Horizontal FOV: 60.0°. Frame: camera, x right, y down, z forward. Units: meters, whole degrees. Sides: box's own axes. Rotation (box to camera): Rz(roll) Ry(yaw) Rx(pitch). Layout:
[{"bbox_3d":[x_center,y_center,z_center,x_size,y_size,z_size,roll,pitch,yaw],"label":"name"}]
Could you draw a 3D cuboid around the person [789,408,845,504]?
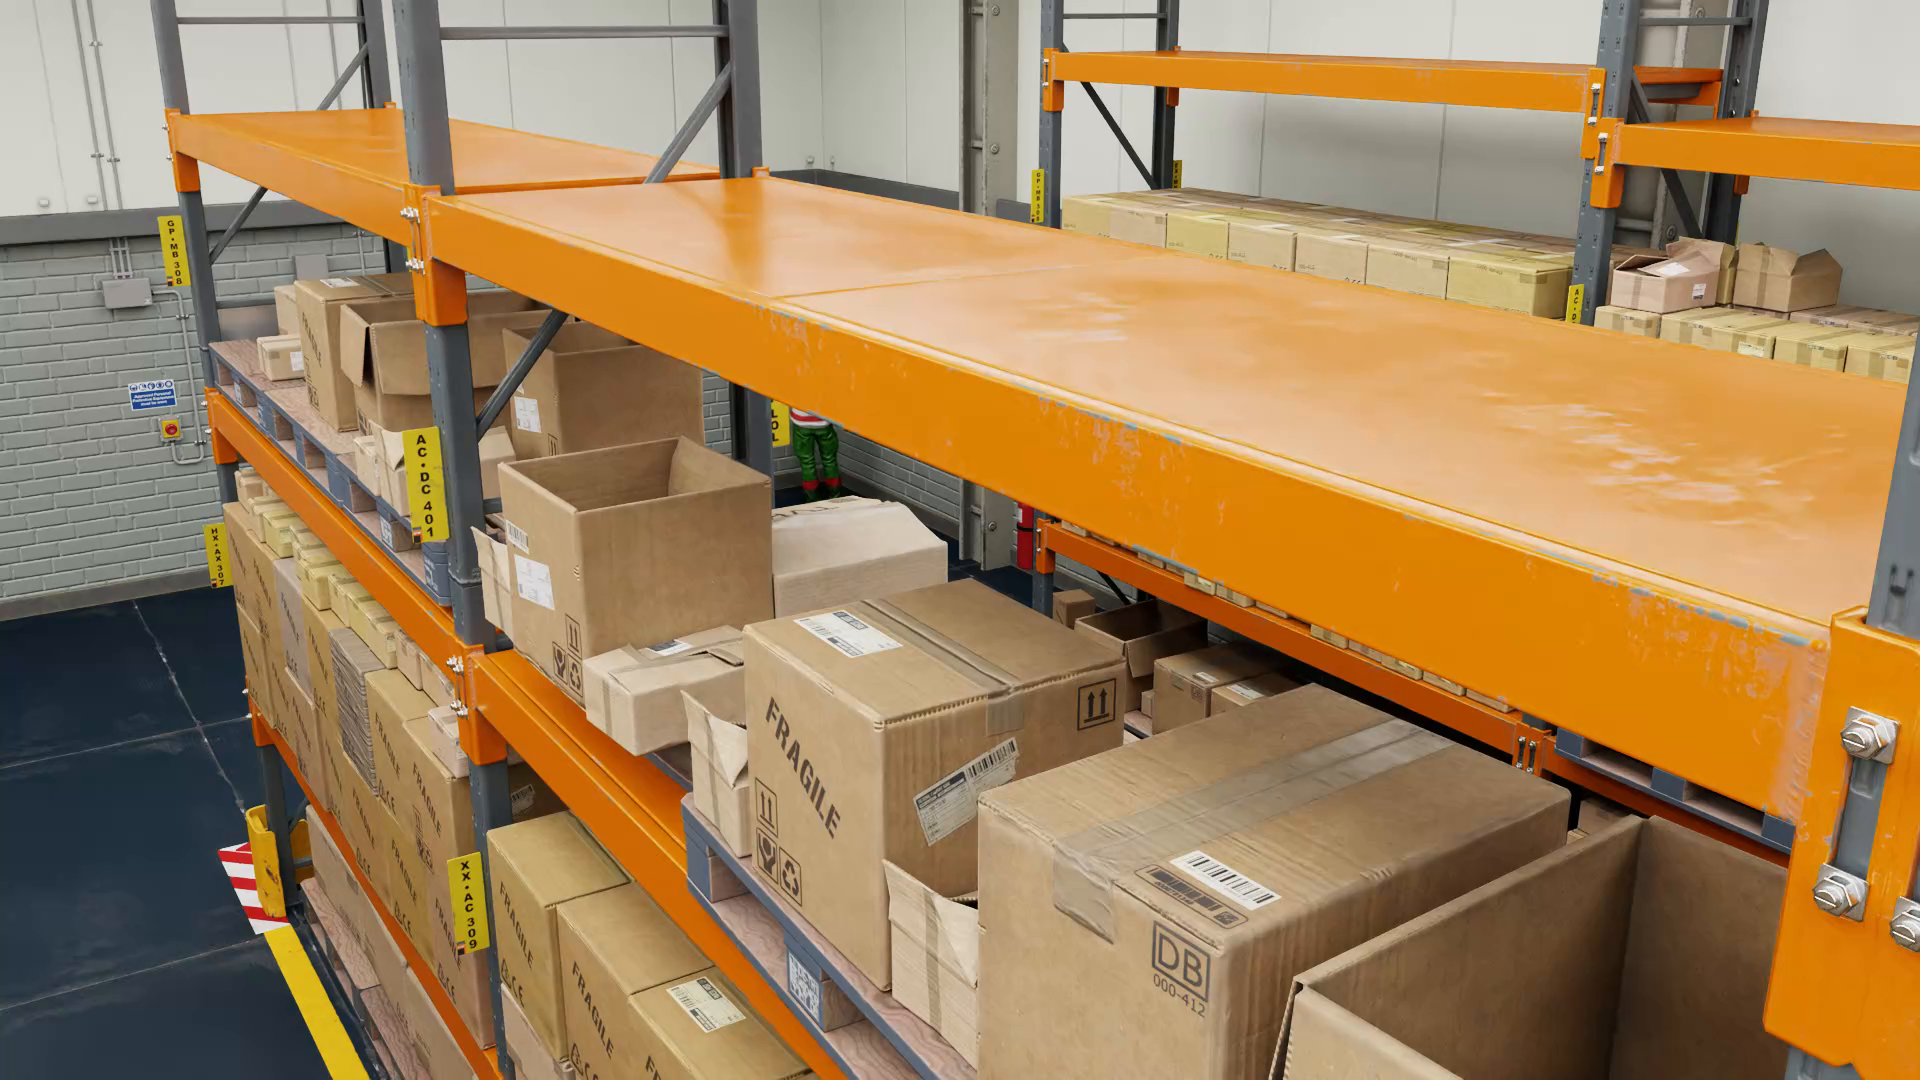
[{"bbox_3d":[-1.372,-1.118,15.442,0.633,1.789,0.557,-4,18,-12],"label":"person"}]
